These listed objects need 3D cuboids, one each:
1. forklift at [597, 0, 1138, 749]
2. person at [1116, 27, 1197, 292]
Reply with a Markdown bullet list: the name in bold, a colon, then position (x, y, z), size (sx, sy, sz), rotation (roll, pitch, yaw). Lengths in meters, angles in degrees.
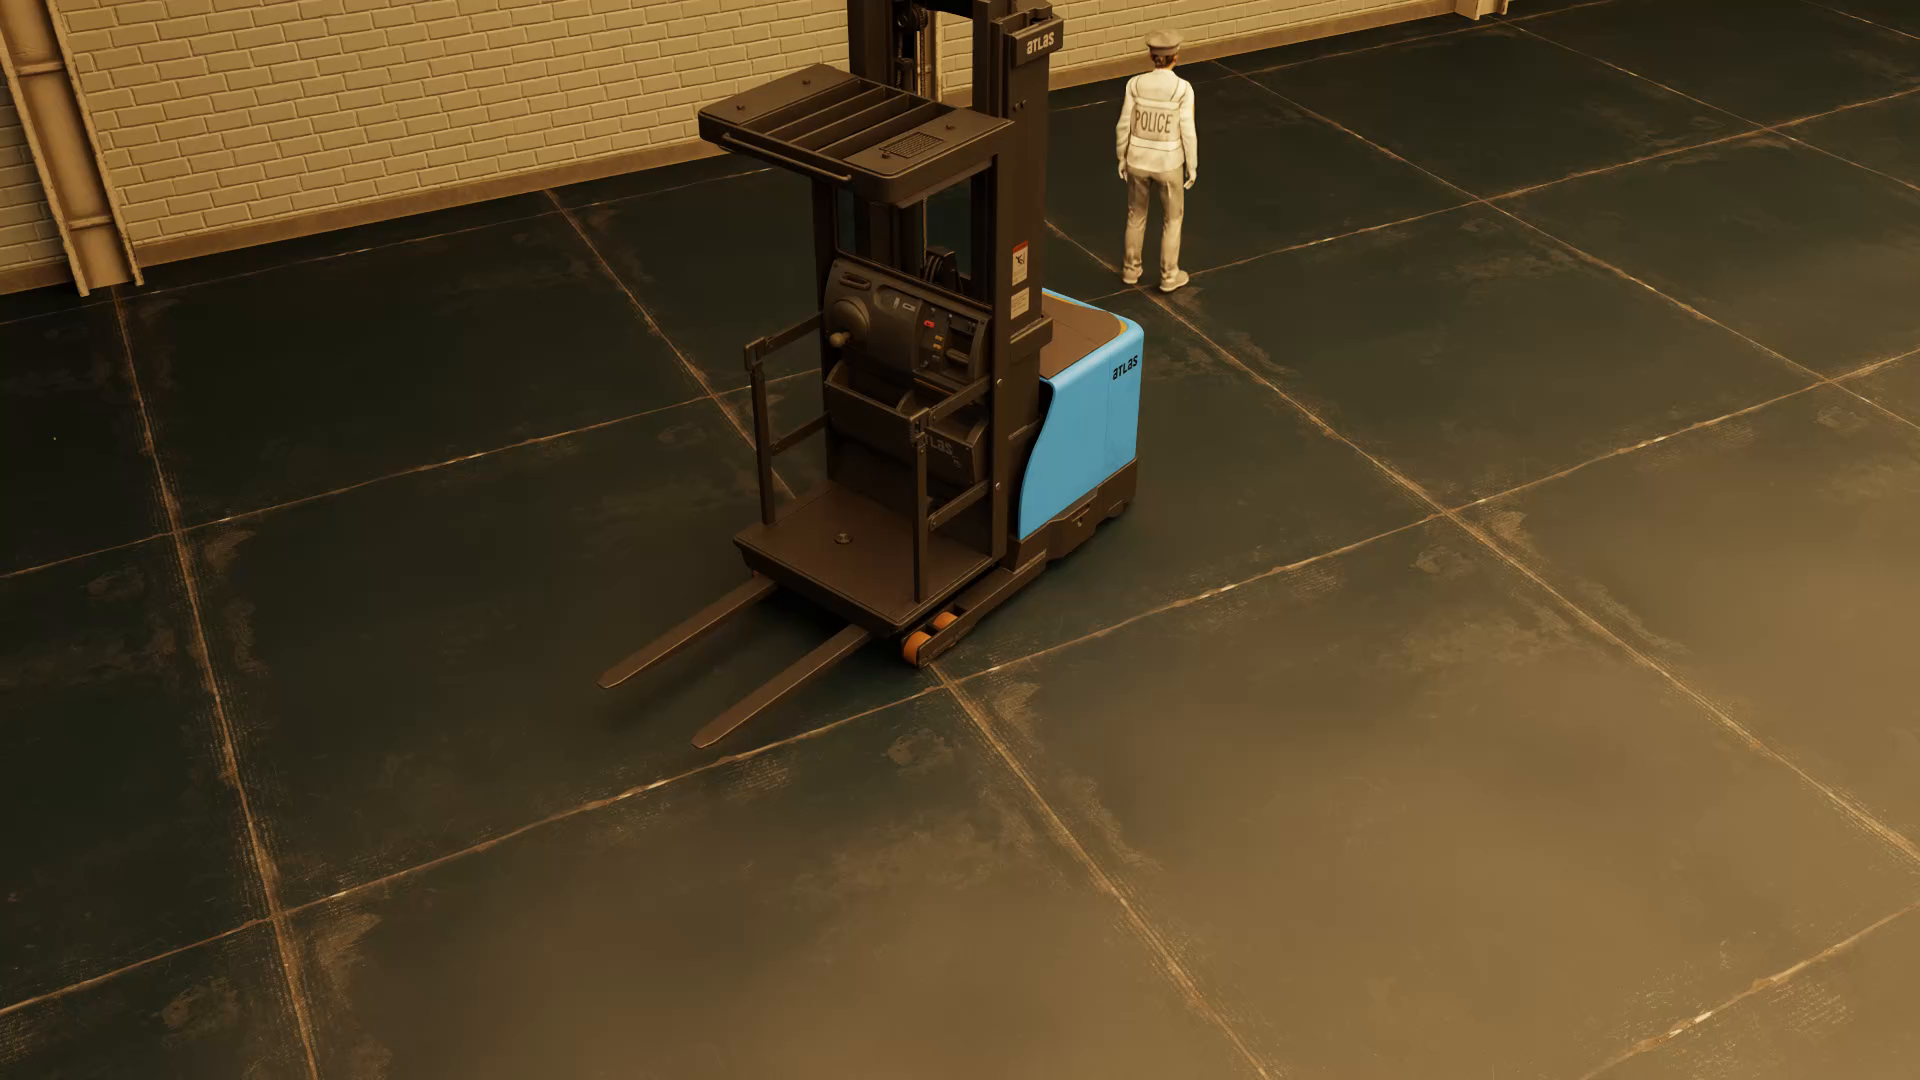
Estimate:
- **forklift**: position (-0.393, -0.929, 7.437), size (1.121, 2.935, 3.031), rotation (26, 43, 31)
- **person**: position (1.253, -2.397, 10.617), size (0.530, 1.664, 0.372), rotation (14, 37, 18)
